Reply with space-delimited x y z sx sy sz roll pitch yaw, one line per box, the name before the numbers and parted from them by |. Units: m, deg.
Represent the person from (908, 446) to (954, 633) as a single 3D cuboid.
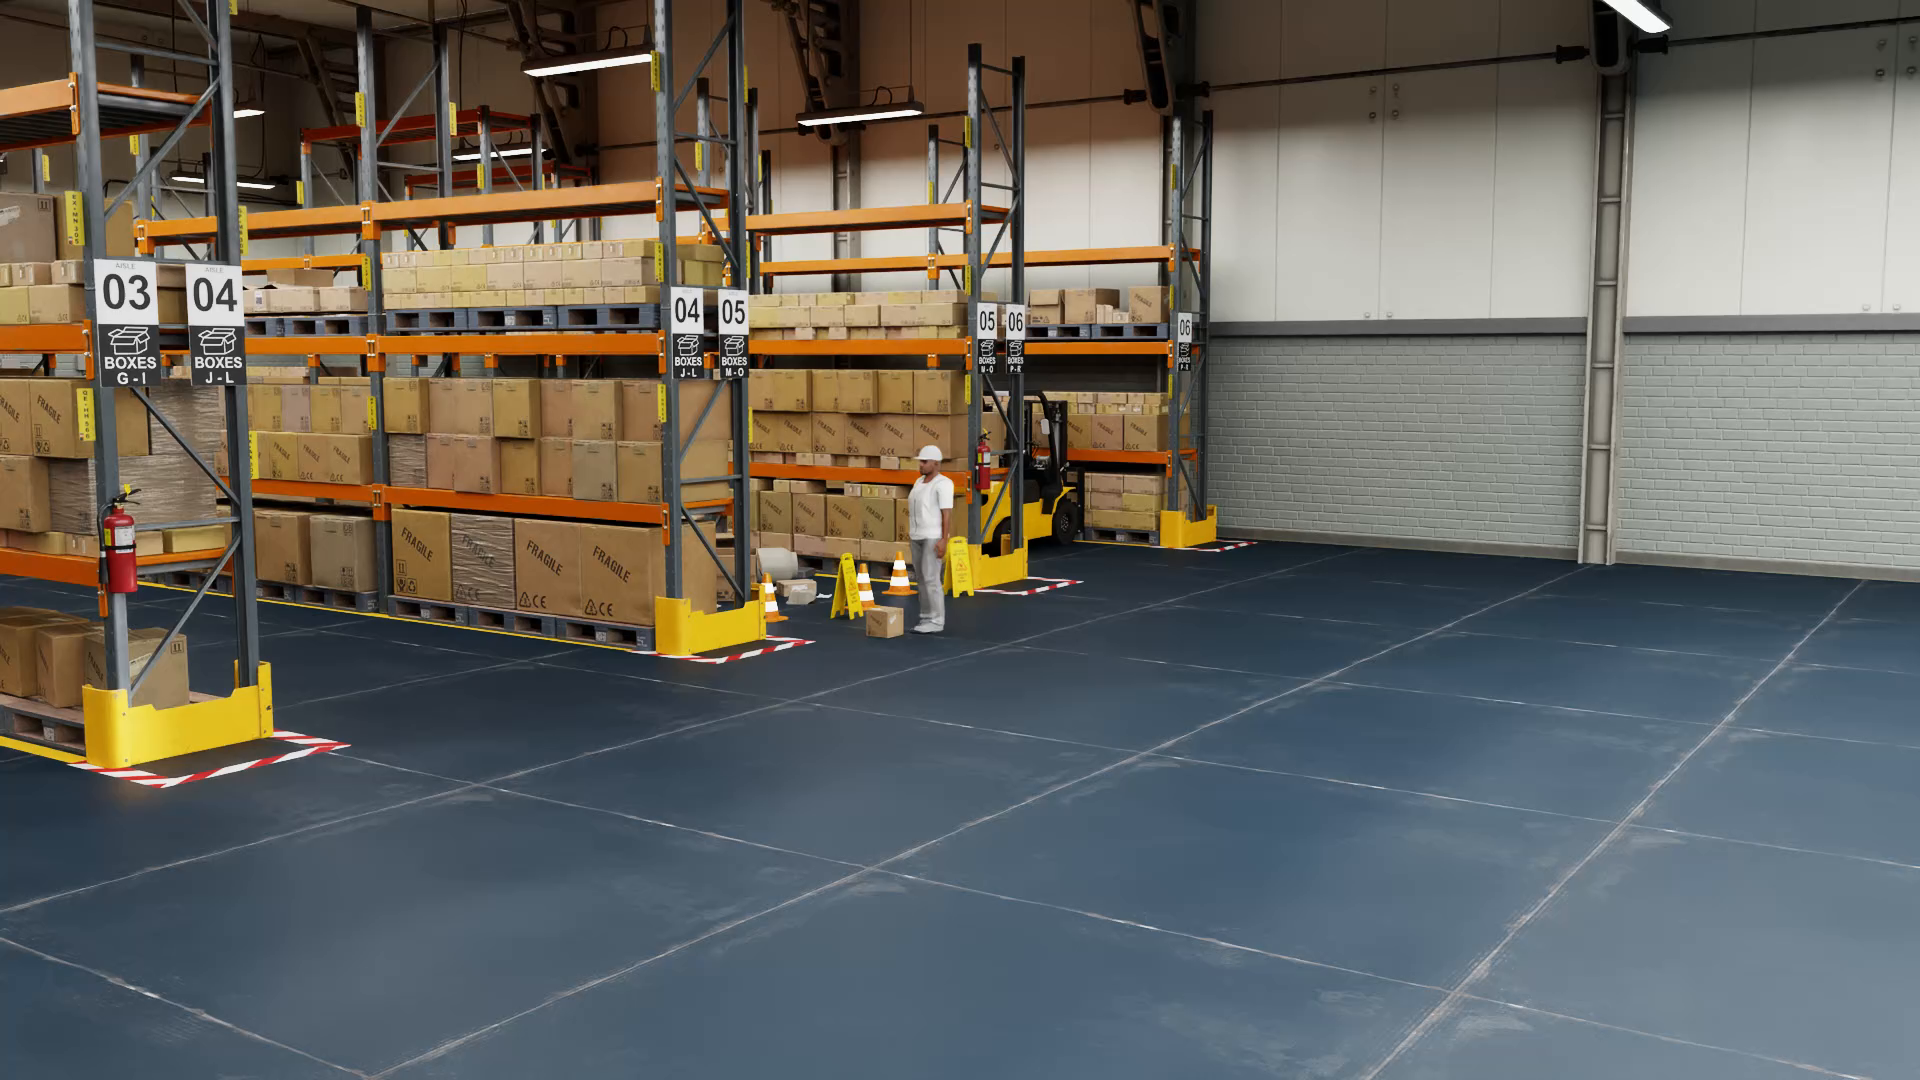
person | -0.312 -0.006 15.797 0.426 1.777 0.568 -4 8 -35
